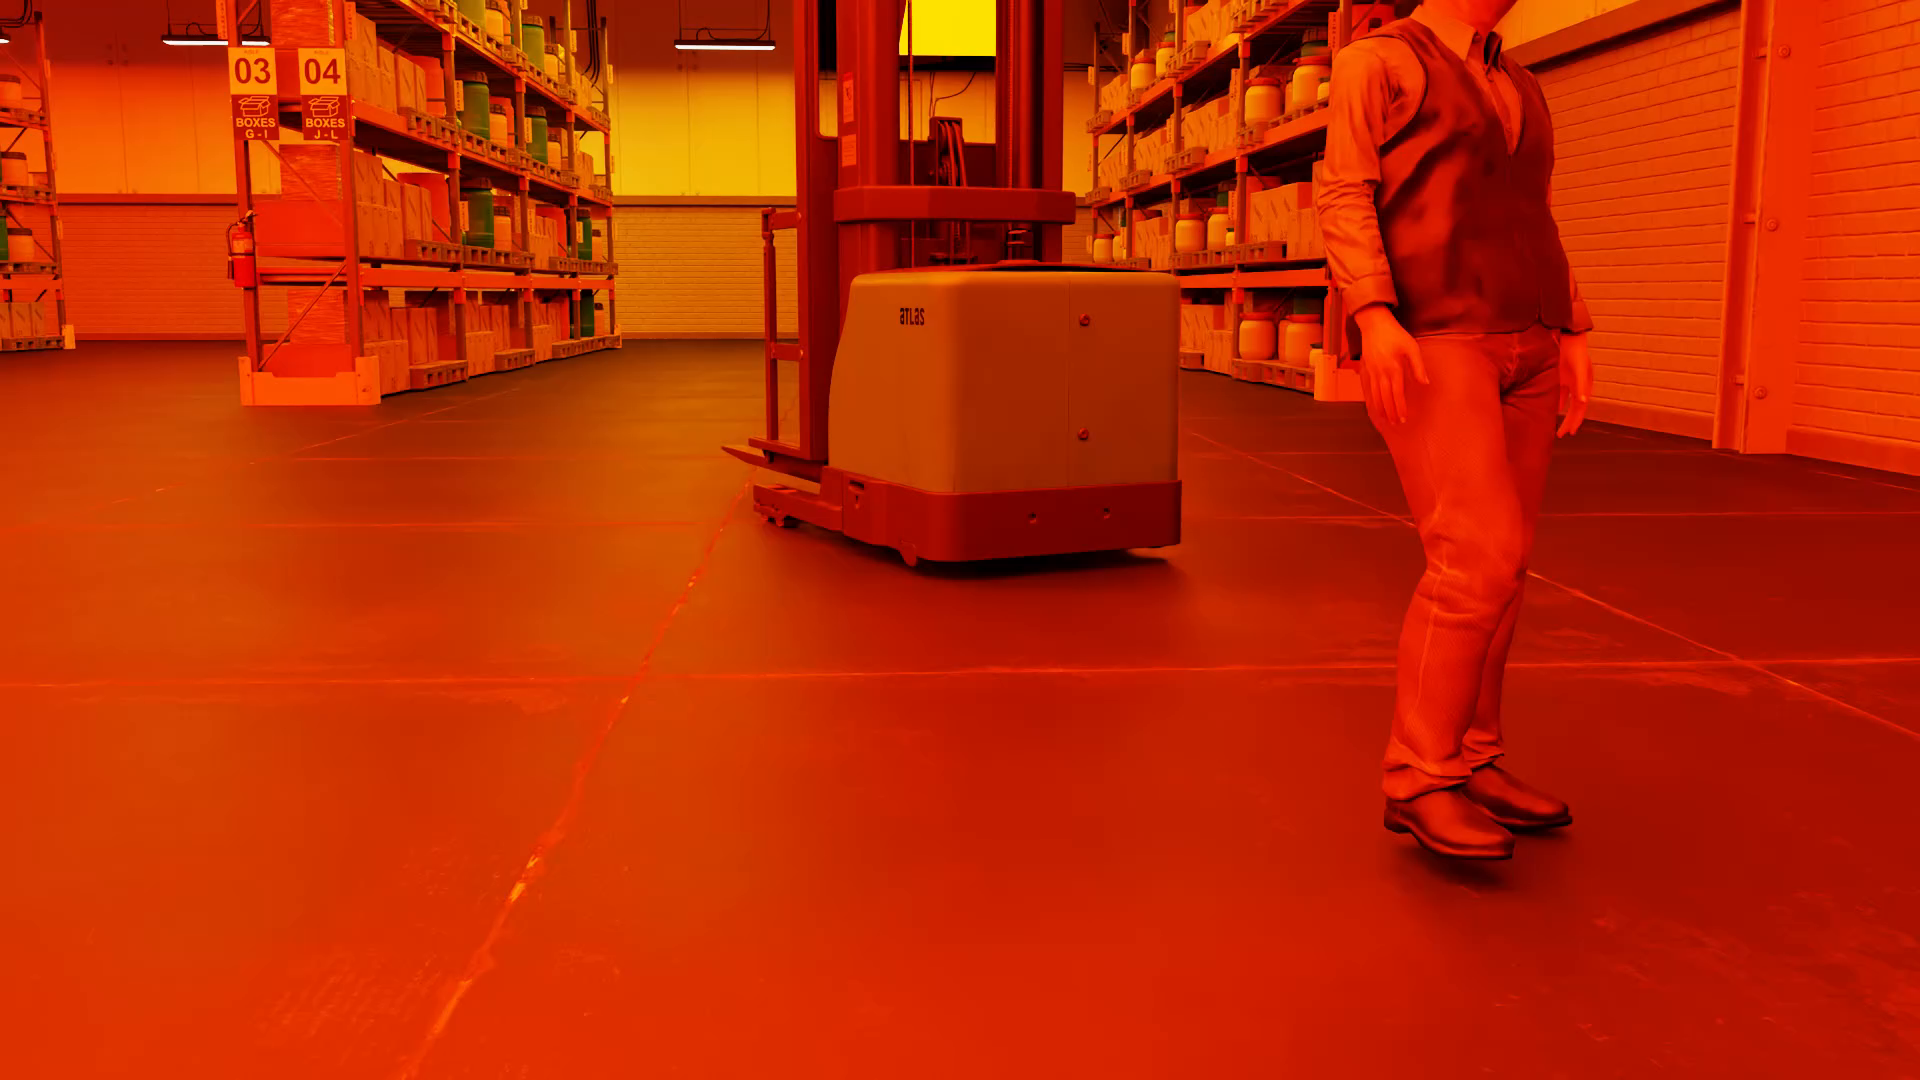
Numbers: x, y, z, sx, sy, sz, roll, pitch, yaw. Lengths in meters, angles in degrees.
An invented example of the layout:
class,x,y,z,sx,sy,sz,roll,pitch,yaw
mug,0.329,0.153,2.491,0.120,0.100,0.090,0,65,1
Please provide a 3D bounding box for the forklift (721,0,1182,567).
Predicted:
class,x,y,z,sx,sy,sz,roll,pitch,yaw
forklift,-0.264,-1.530,7.137,1.130,2.935,3.031,-4,9,-25

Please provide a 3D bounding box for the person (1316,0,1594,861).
class,x,y,z,sx,sy,sz,roll,pitch,yaw
person,0.973,-0.320,3.060,0.634,1.718,0.578,-6,10,-34
